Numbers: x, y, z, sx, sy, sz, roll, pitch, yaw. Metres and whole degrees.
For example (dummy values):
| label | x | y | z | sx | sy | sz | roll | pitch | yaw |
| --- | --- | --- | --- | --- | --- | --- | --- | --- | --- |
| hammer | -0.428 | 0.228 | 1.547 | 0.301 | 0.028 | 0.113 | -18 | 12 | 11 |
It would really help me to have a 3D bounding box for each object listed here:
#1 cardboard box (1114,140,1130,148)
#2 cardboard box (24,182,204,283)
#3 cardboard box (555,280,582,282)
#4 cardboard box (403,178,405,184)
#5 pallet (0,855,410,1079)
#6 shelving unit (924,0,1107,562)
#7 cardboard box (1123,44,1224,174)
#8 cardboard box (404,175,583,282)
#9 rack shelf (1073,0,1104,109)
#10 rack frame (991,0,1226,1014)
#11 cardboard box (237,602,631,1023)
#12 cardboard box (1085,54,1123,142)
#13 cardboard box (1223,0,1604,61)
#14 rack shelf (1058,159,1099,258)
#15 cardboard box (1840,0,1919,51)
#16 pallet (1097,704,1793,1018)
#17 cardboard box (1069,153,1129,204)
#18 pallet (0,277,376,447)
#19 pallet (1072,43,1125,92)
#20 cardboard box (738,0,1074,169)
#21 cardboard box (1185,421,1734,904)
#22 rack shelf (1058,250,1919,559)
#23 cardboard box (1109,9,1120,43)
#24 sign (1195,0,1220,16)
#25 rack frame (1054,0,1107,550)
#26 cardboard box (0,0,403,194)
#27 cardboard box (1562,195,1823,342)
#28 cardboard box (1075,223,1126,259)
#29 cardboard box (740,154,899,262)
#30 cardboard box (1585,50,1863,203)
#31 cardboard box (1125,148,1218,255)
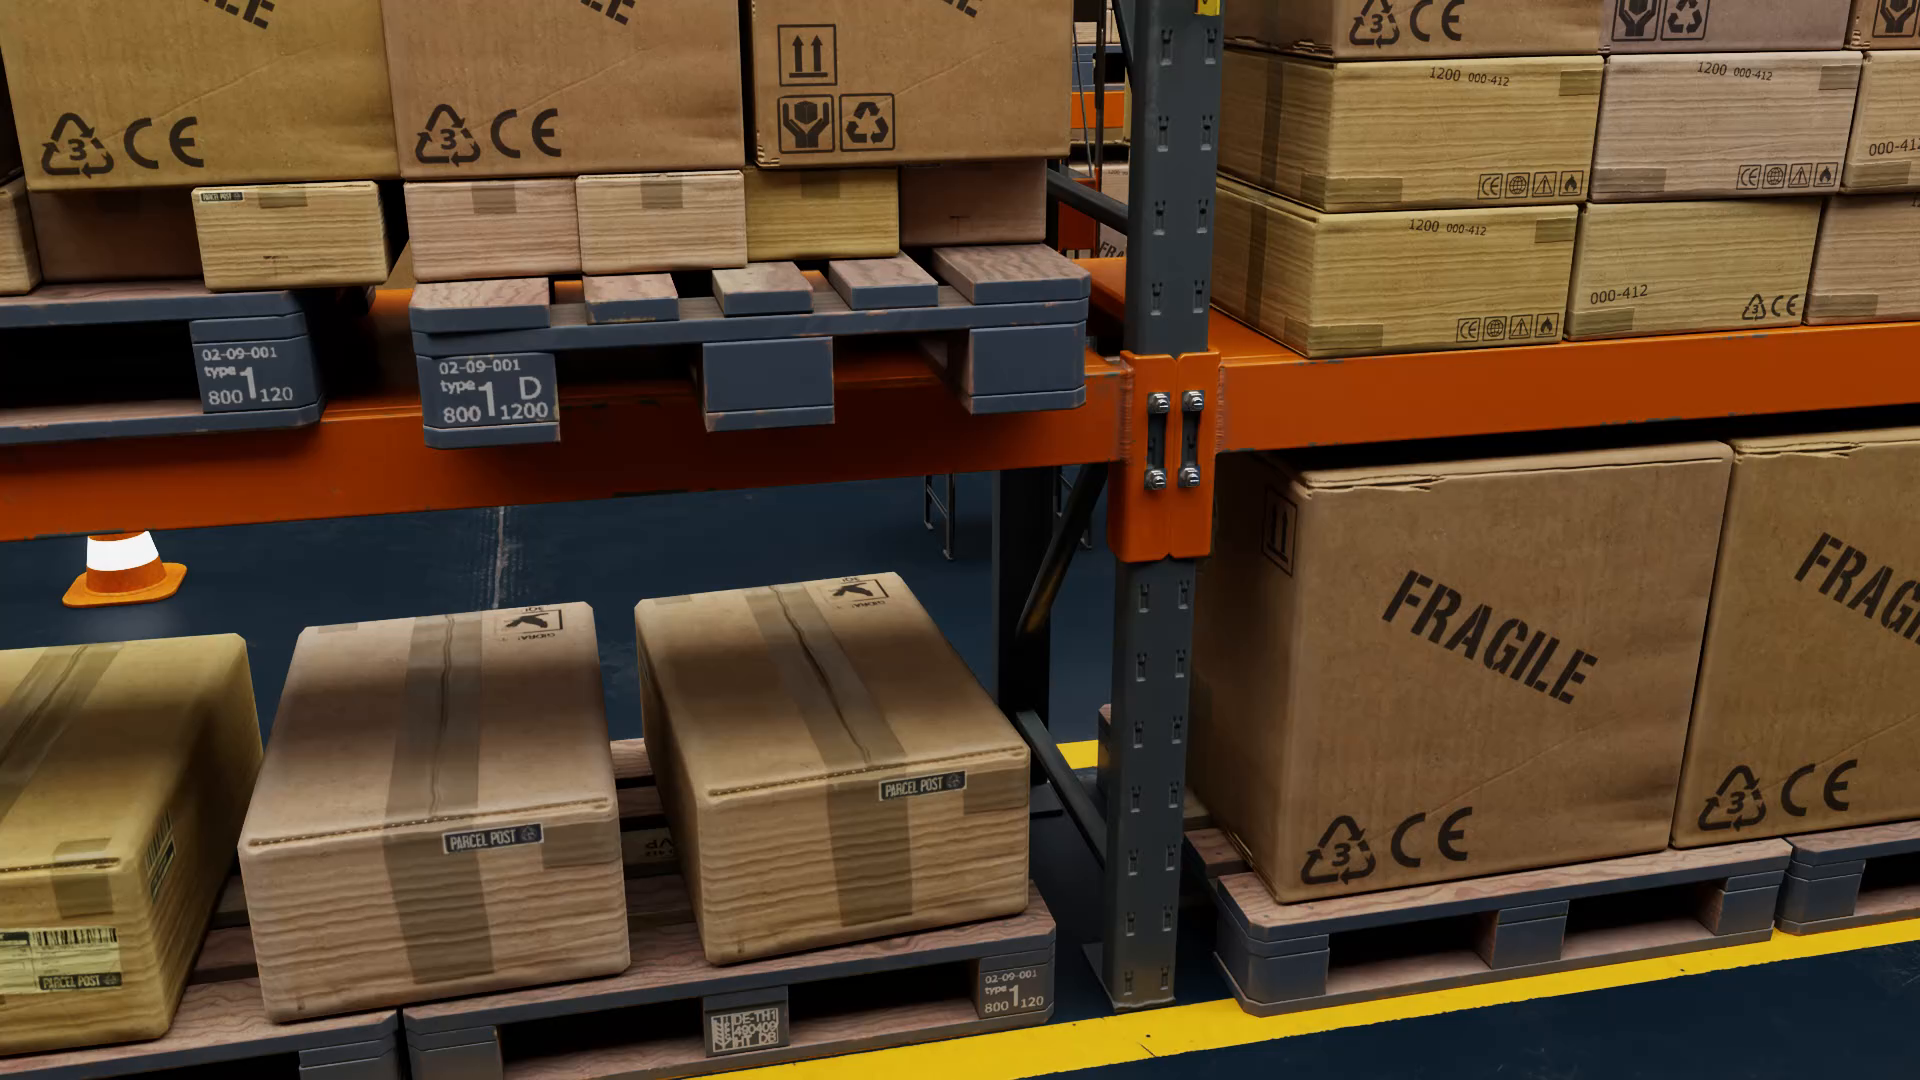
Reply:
| label | x | y | z | sx | sy | sz | roll | pitch | yaw |
| --- | --- | --- | --- | --- | --- | --- | --- | --- | --- |
| cardboard box | 1.111 | -1.937 | 8.676 | 0.500 | 0.250 | 0.500 | -4 | 20 | -10 |
| cardboard box | -1.279 | -0.521 | 2.630 | 0.250 | 0.149 | 0.380 | -4 | 21 | -12 |
| cardboard box | -1.601 | -1.420 | 7.990 | 0.750 | 0.750 | 1.050 | -5 | 21 | -13 |
| cardboard box | -0.941 | -0.732 | 3.206 | 0.250 | 0.149 | 0.380 | -5 | 21 | -12 |
| pallet | -1.696 | 0.818 | 3.275 | 1.213 | 0.211 | 1.003 | -5 | 21 | -12 |
| shelving unit | 0.161 | -0.999 | 5.489 | 0.503 | 2.100 | 0.431 | -5 | 21 | -12 |
| cardboard box | 0.663 | -0.936 | 3.500 | 0.500 | 0.250 | 0.500 | -5 | 21 | -13 |
| cardboard box | -0.741 | -0.525 | 2.642 | 0.250 | 0.149 | 0.380 | -6 | 21 | -15 |
| rack shelf | 0.161 | -1.644 | 5.253 | 0.480 | 0.518 | 0.431 | -5 | 21 | -12 |
| rack frame | 0.250 | -0.648 | 3.223 | 0.127 | 3.000 | 1.000 | -5 | 21 | -12 |
| cardboard box | -1.018 | 0.491 | 3.323 | 0.625 | 0.372 | 0.950 | -5 | 21 | -14 |
| cardboard box | 1.244 | -3.424 | 13.280 | 0.875 | 0.875 | 1.225 | -5 | 21 | -12 |
| cardboard box | 0.786 | -1.122 | 2.917 | 0.500 | 0.500 | 0.500 | -5 | 21 | -14 |
| rack shelf | 0.161 | -0.986 | 5.494 | 0.480 | 0.518 | 0.431 | -5 | 21 | -12 |
| cardboard box | 1.774 | -1.200 | 3.131 | 0.500 | 0.500 | 0.500 | -4 | 21 | -11 |
| pallet | 1.035 | 0.624 | 3.804 | 1.213 | 0.211 | 1.003 | -5 | 21 | -12 |
| cardboard box | 0.718 | -1.721 | 8.086 | 0.500 | 0.250 | 0.500 | -4 | 21 | -12 |
| pallet | -1.667 | -0.388 | 2.791 | 1.213 | 0.211 | 1.003 | -5 | 21 | -12 |
| pallet | 0.930 | -2.377 | 8.223 | 1.213 | 0.211 | 1.003 | -5 | 21 | -12 |
| cardboard box | -0.128 | -0.903 | 2.730 | 0.500 | 0.500 | 0.500 | -5 | 21 | -14 |
| cardboard box | 0.941 | 0.125 | 3.590 | 0.875 | 0.875 | 0.875 | -5 | 21 | -13 |
| rack shelf | 2.196 | -0.469 | 3.779 | 4.000 | 0.370 | 1.077 | -5 | 21 | -12 |
| cardboard box | 0.784 | -2.450 | 7.896 | 0.250 | 0.149 | 0.380 | -4 | 21 | -12 |
| sign | 0.384 | -0.974 | 2.544 | 0.005 | 0.325 | 0.100 | -5 | 21 | -12 |
| rack frame | 0.399 | -1.018 | 5.542 | 0.015 | 2.100 | 0.400 | -5 | 21 | -12 |
| cardboard box | -1.120 | -0.818 | 2.499 | 0.500 | 0.500 | 0.500 | -6 | 21 | -16 |
| cardboard box | 1.280 | -0.579 | 3.252 | 0.500 | 0.250 | 0.500 | -5 | 21 | -14 |
| cardboard box | 0.747 | -1.374 | 8.229 | 0.500 | 0.500 | 0.500 | -5 | 21 | -14 |
| cardboard box | -0.259 | -0.577 | 2.784 | 0.250 | 0.149 | 0.380 | -4 | 21 | -12 |
| cardboard box | 1.303 | -0.811 | 3.158 | 0.500 | 0.250 | 0.500 | -4 | 21 | -11 |
| cardboard box | 0.683 | -0.705 | 3.596 | 0.500 | 0.250 | 0.500 | -5 | 21 | -14 |
